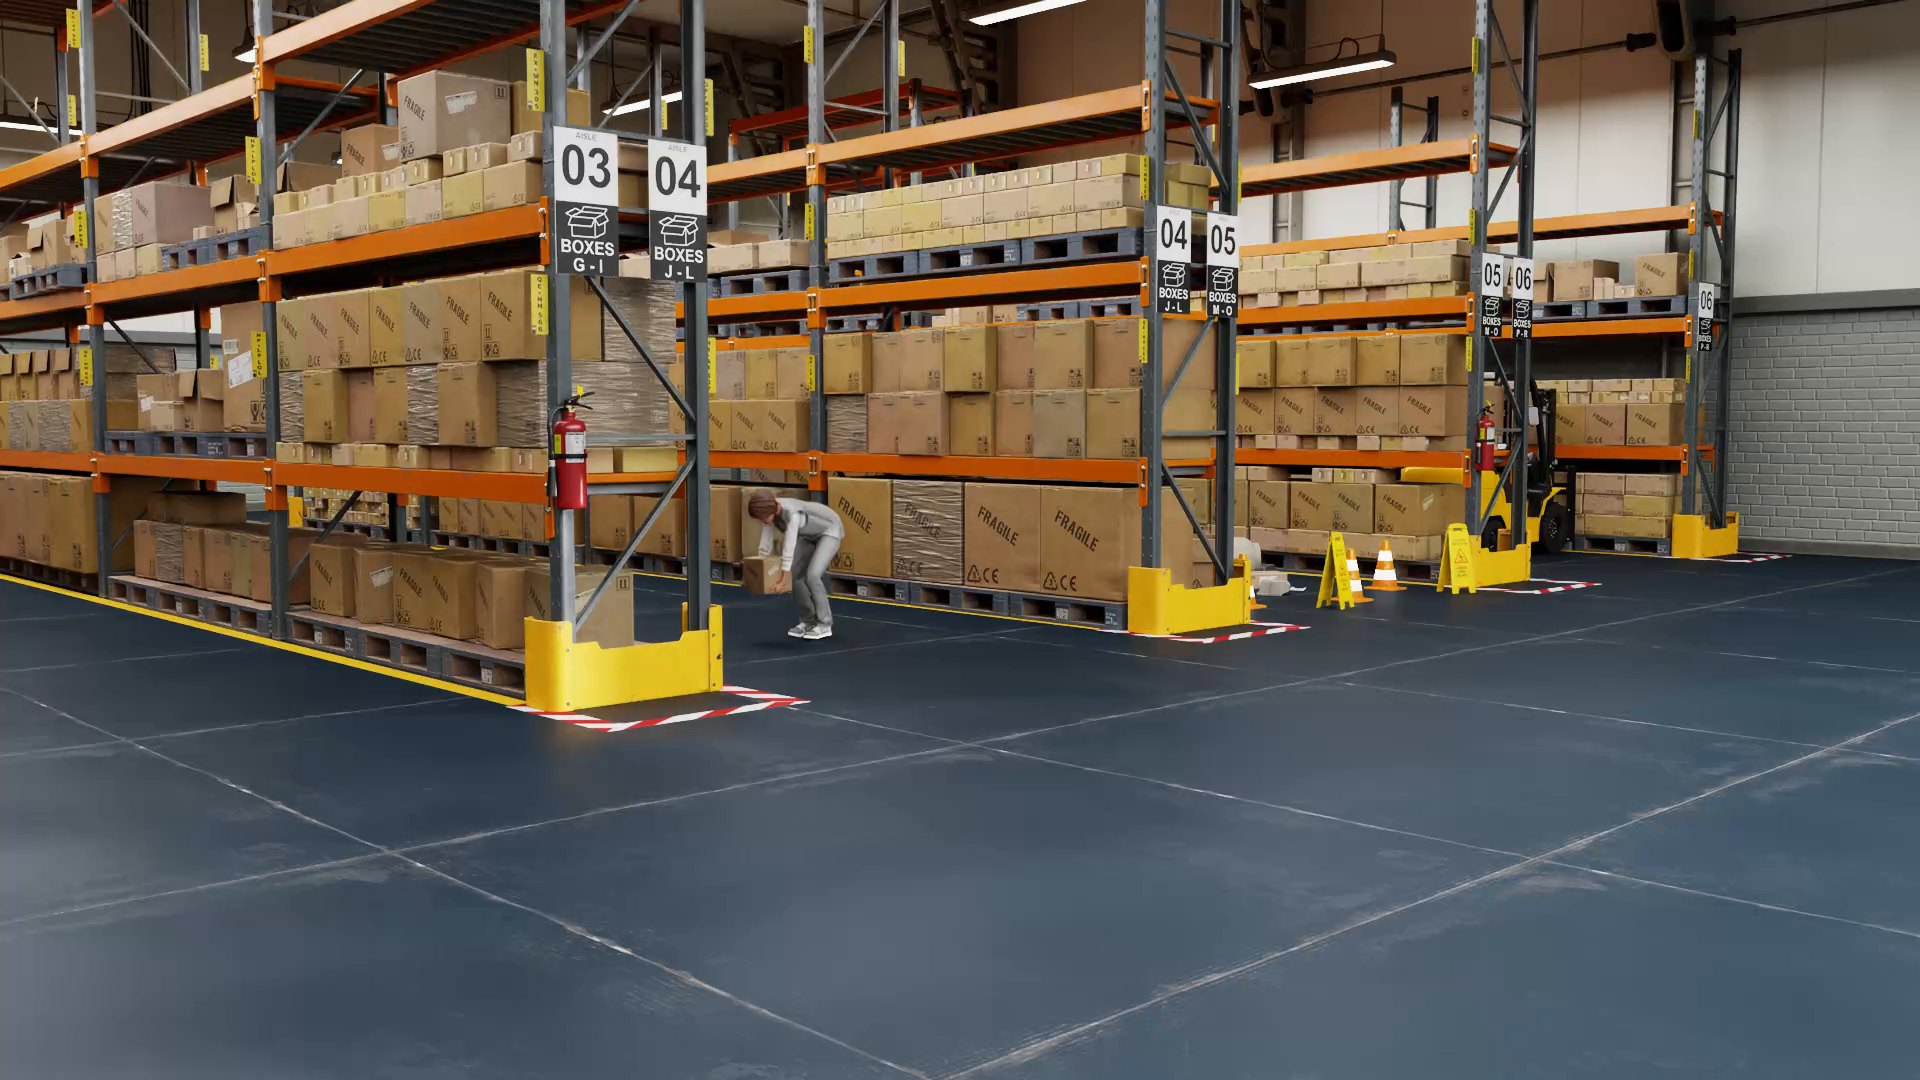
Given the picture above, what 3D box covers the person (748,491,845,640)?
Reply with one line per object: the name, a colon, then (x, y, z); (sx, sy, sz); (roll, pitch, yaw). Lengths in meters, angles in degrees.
person: (-1.215, 0.184, 12.193); (0.400, 1.100, 0.846); (4, 6, 44)
